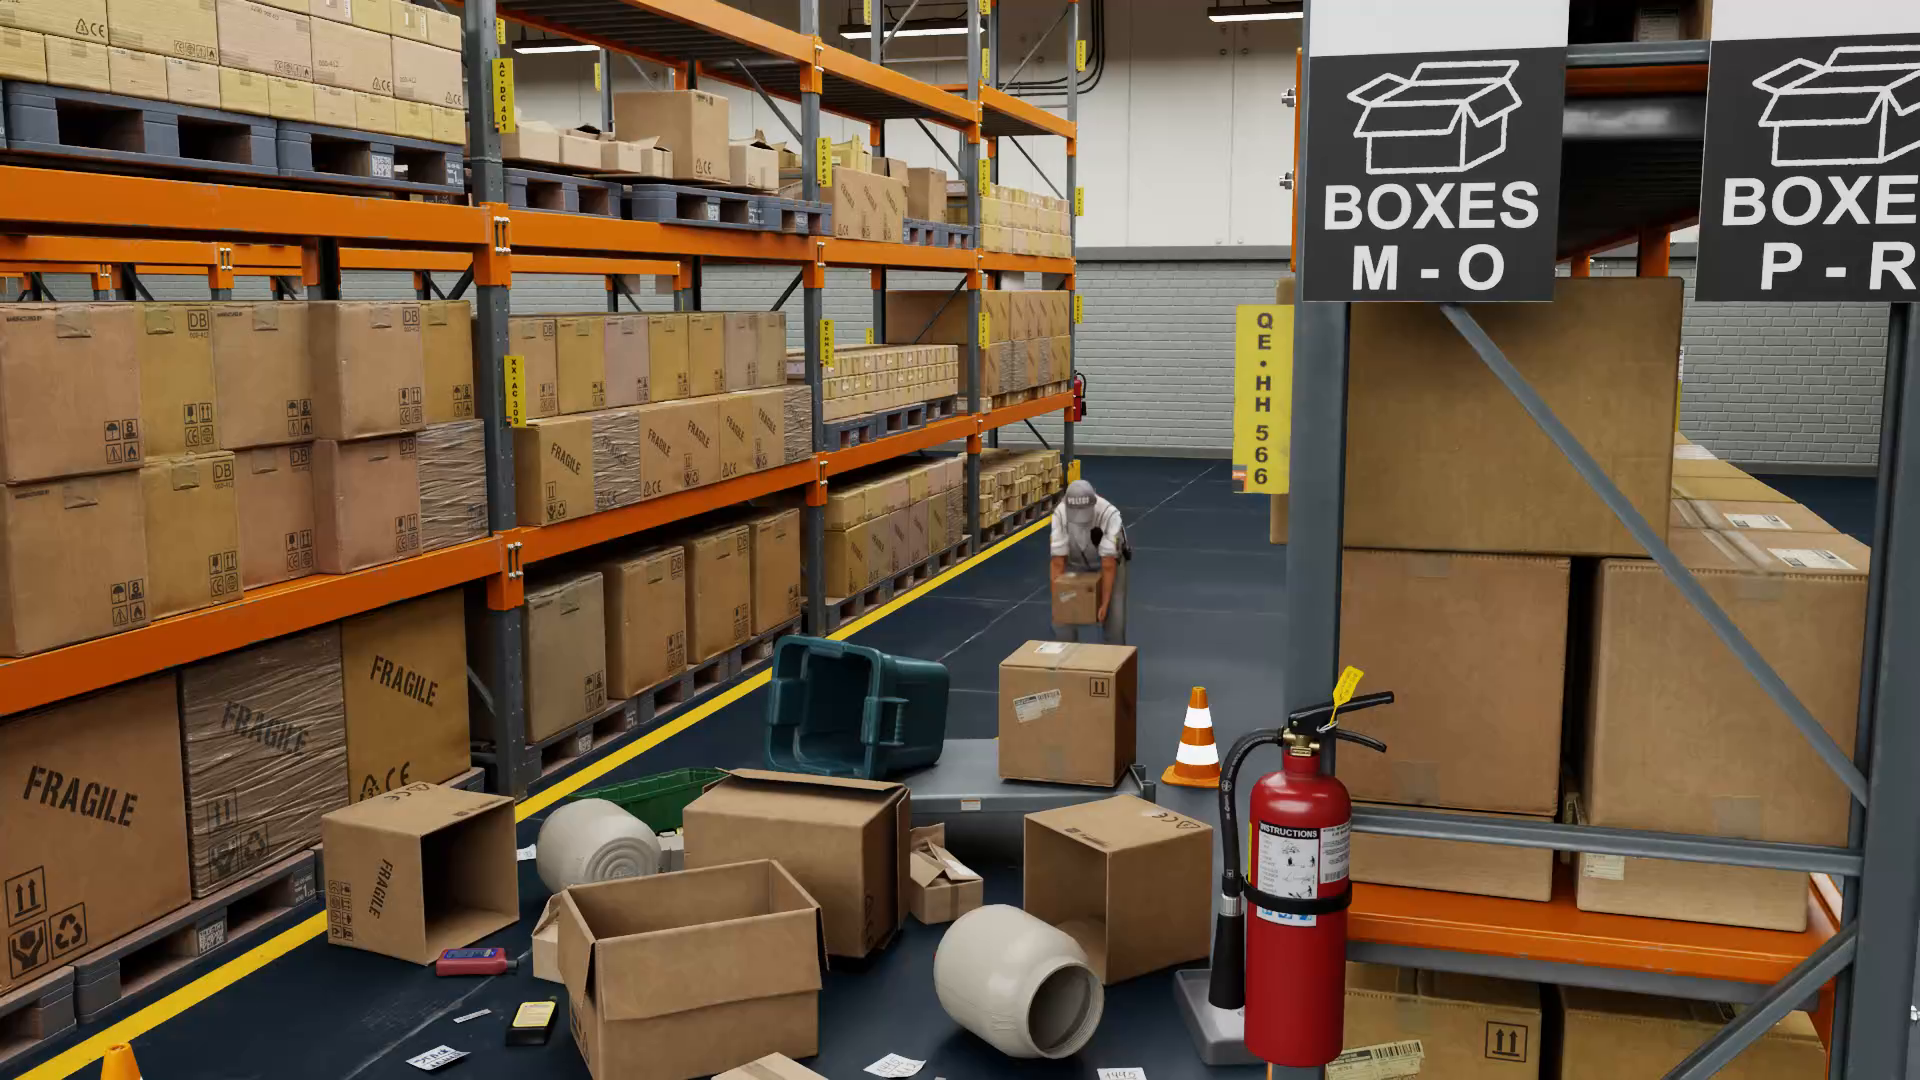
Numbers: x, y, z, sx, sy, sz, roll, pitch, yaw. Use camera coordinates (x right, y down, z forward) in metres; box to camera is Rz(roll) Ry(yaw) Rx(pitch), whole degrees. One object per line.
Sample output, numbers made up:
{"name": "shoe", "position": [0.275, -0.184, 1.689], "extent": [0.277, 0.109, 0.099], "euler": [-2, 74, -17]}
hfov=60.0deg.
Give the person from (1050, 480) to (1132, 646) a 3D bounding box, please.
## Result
{"name": "person", "position": [0.755, 0.287, 9.950], "extent": [0.464, 1.363, 0.858], "euler": [2, 9, 15]}
